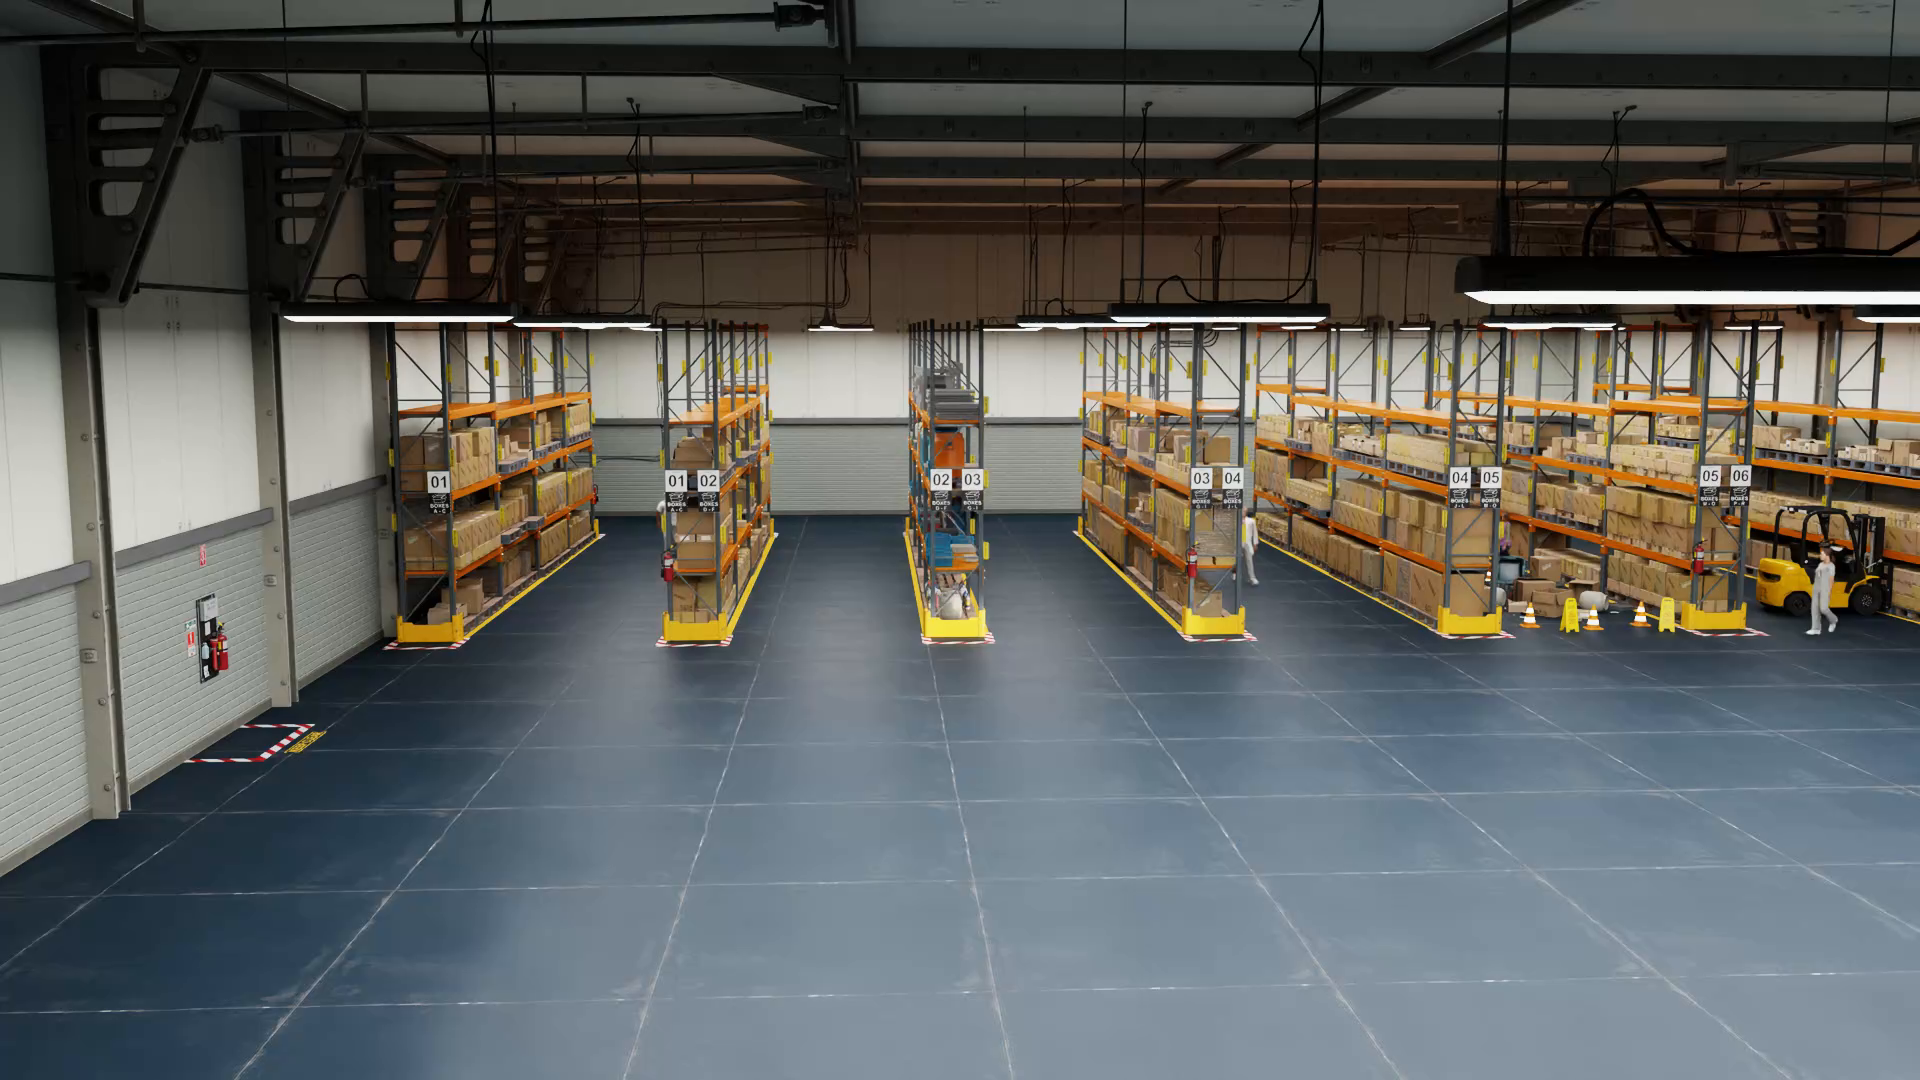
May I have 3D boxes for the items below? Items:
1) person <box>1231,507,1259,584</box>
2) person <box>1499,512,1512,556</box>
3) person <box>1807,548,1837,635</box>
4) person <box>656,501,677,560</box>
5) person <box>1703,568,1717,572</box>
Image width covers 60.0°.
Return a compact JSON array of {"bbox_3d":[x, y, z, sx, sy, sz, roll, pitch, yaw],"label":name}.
[{"bbox_3d":[6.561,0.087,38.253,0.685,1.679,1.057,-1,7,-10],"label":"person"},{"bbox_3d":[12.741,0.155,38.896,0.330,1.635,0.442,4,8,30],"label":"person"},{"bbox_3d":[16.481,0.976,31.683,0.584,1.666,0.443,-4,8,-29],"label":"person"},{"bbox_3d":[-7.479,-0.398,42.812,0.690,1.763,0.946,0,7,-3],"label":"person"},{"bbox_3d":[16.471,0.311,36.727,0.600,1.784,0.590,6,9,39],"label":"person"}]
